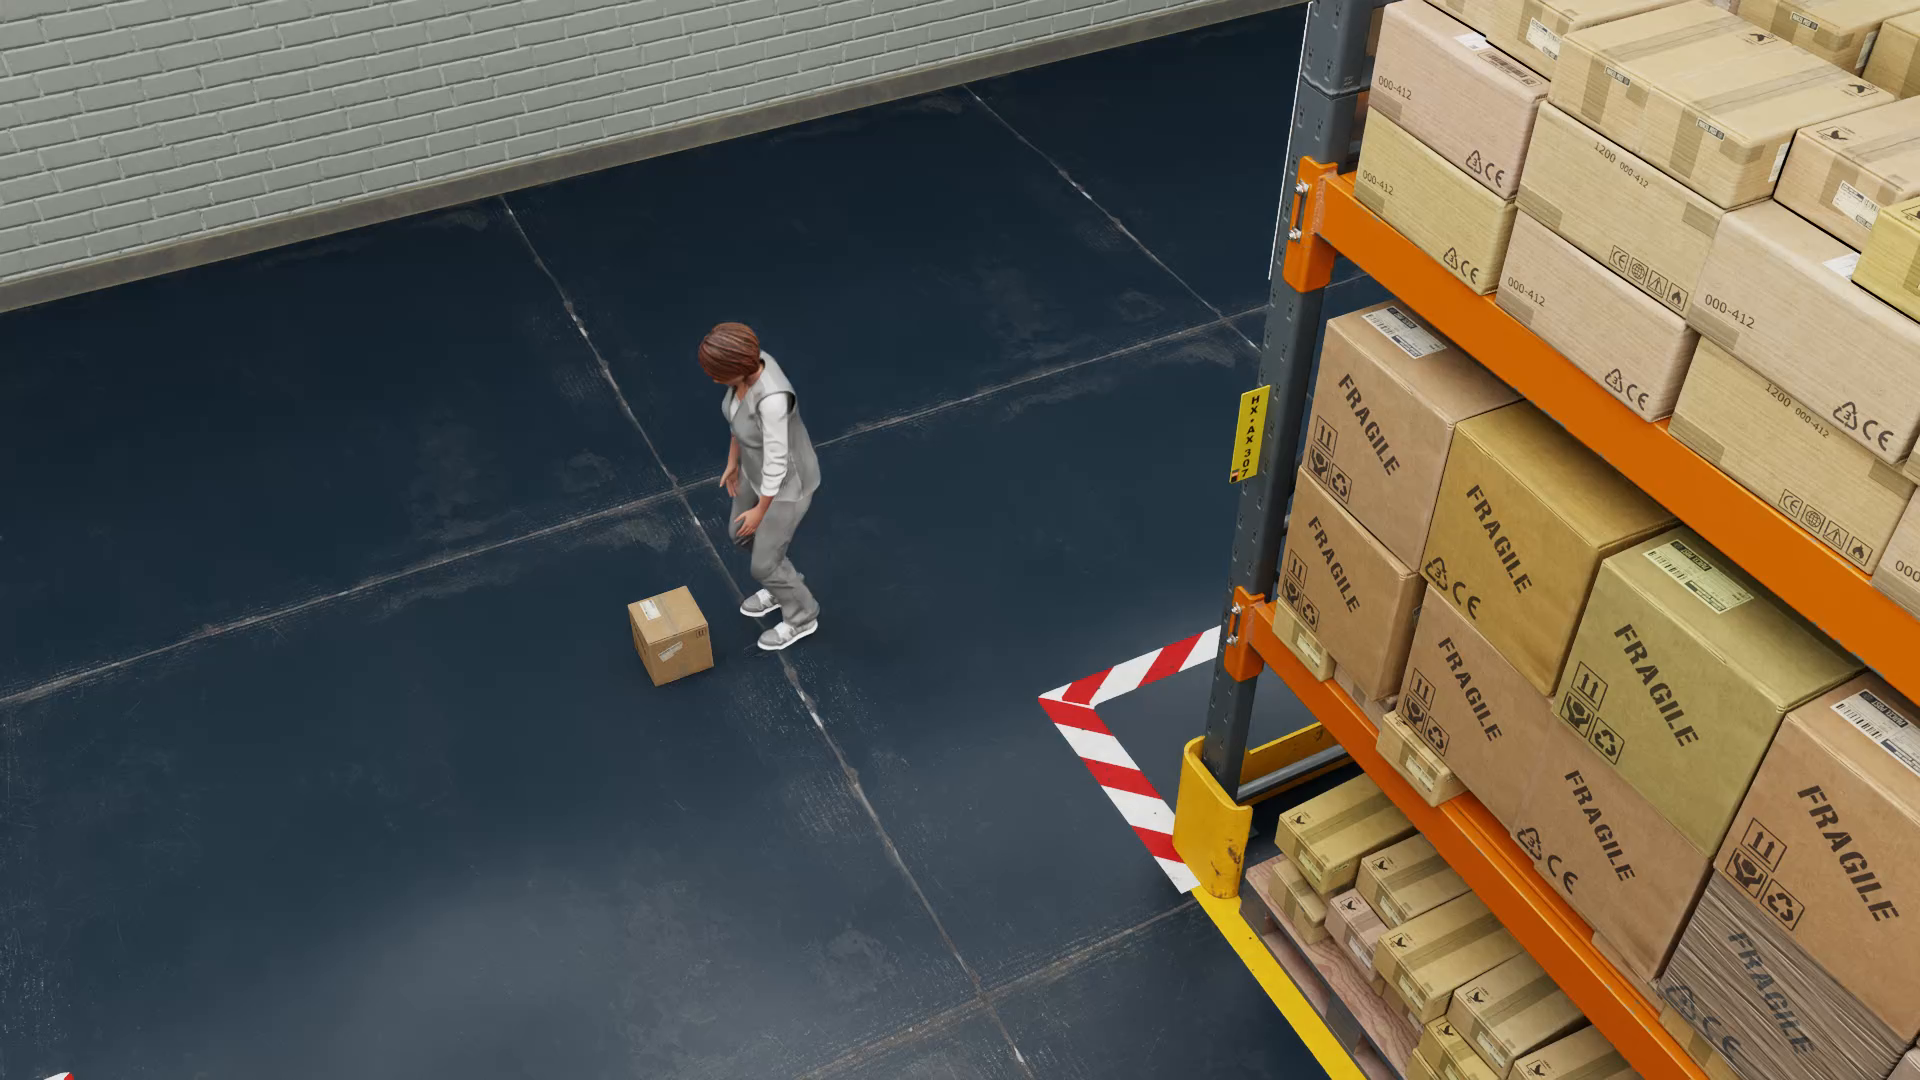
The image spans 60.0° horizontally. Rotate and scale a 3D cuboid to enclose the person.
[{"bbox_3d":[-0.746,-0.205,6.459,0.418,1.523,0.433,-18,45,-19],"label":"person"}]
